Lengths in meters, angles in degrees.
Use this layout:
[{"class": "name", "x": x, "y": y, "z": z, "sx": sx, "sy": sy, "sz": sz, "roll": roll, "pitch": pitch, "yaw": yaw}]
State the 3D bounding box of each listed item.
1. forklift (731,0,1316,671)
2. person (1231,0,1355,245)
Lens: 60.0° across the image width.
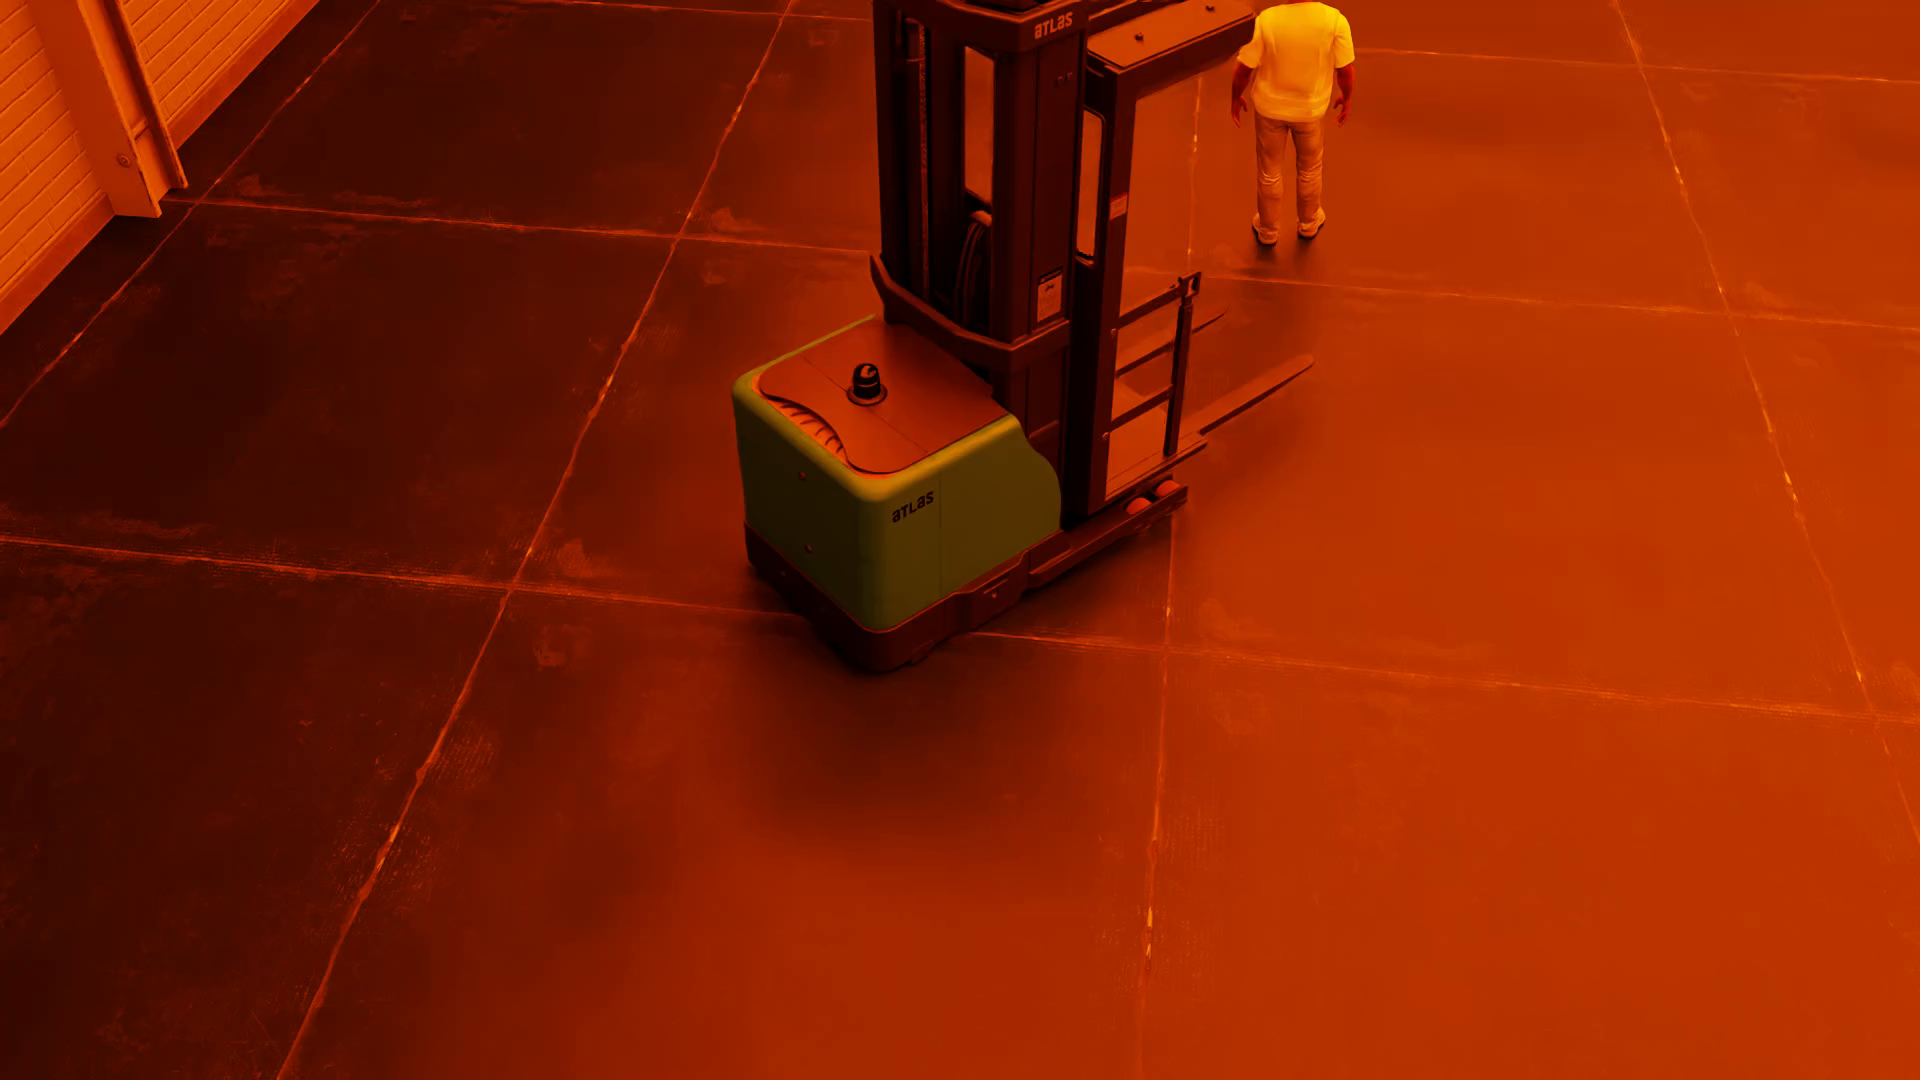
[{"class": "forklift", "x": 0.465, "y": -1.361, "z": 7.206, "sx": 3.031, "sy": 2.935, "sz": 1.130, "roll": -30, "pitch": 50, "yaw": -28}, {"class": "person", "x": 1.841, "y": -2.465, "z": 9.257, "sx": 0.666, "sy": 1.765, "sz": 0.578, "roll": 6, "pitch": 43, "yaw": 6}]
